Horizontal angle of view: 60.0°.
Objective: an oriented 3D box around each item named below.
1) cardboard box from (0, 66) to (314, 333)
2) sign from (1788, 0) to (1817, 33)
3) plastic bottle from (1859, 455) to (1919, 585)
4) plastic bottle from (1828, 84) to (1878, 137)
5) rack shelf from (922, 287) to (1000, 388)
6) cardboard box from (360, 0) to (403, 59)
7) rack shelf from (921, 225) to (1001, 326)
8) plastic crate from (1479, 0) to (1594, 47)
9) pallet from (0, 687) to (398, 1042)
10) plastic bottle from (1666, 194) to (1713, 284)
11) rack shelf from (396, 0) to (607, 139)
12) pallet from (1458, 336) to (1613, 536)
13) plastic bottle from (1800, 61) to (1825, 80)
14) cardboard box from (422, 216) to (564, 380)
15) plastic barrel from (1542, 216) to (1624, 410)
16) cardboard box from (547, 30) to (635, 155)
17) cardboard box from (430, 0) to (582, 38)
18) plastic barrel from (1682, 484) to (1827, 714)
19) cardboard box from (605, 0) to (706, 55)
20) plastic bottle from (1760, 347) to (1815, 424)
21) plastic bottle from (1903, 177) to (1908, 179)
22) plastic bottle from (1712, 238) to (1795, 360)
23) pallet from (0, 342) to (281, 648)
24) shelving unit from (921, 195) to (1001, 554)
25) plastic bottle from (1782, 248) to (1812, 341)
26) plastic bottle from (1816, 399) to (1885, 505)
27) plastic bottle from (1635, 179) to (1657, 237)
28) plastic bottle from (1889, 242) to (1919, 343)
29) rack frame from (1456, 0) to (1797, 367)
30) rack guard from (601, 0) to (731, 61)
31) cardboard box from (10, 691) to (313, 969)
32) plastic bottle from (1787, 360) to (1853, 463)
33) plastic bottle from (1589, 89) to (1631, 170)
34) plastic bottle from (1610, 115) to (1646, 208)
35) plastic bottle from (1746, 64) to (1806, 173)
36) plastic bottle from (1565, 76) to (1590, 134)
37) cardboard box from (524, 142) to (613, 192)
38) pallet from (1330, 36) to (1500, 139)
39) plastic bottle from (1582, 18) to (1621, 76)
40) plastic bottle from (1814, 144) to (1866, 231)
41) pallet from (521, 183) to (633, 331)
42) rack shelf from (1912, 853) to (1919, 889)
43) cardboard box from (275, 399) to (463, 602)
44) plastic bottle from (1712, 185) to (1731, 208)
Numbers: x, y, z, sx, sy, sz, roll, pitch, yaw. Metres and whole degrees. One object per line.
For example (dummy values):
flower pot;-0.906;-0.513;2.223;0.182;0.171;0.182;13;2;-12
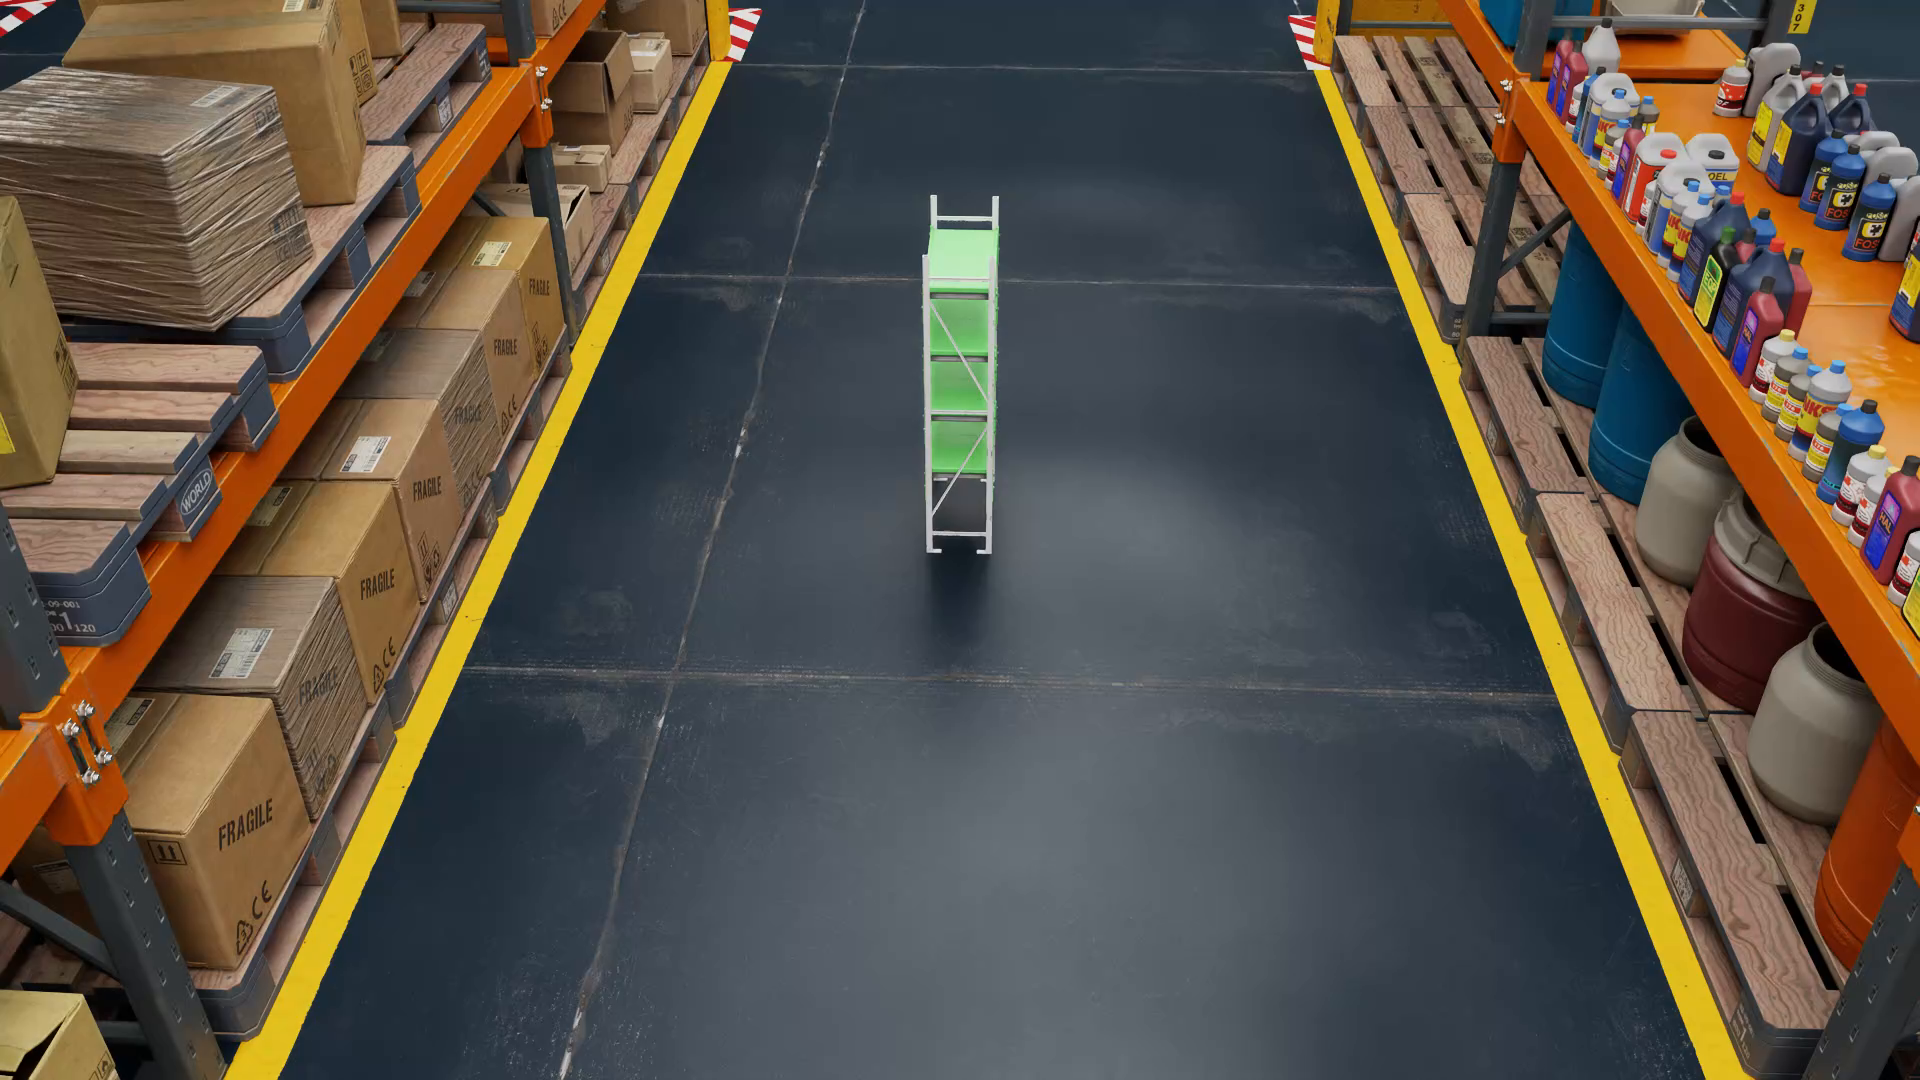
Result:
cardboard box;-2.255;-0.934;4.518;0.700;0.500;0.500;8;36;11
sign;3.264;-2.117;6.413;0.100;0.325;0.005;1;35;2
plastic bottle;2.153;-0.047;3.809;0.061;0.283;0.133;1;35;2
plastic bottle;2.997;-1.355;5.613;0.144;0.351;0.185;1;35;2
rack shelf;0.007;-0.730;5.939;0.258;0.148;0.480;1;35;2
cardboard box;-2.477;-2.080;6.148;0.700;0.500;0.500;-10;36;-14
rack shelf;0.007;-0.926;5.801;0.258;0.148;0.480;1;35;2
plastic crate;2.393;-2.312;6.892;0.392;0.384;0.575;1;35;2
pallet;-2.327;0.877;4.819;1.003;0.211;1.213;1;35;2
plastic bottle;2.233;-0.921;5.063;0.097;0.271;0.097;0;35;0
rack shelf;-2.154;-2.989;8.520;1.077;0.370;4.000;1;35;2
pallet;2.642;-0.434;6.684;1.003;0.211;1.213;1;35;2
plastic bottle;3.058;-1.602;6.022;0.061;0.283;0.133;1;35;2
cardboard box;-1.968;-1.001;6.857;0.500;0.500;0.500;1;35;2
plastic barrel;2.676;-1.019;6.550;0.600;0.901;0.708;1;35;2
cardboard box;-2.164;-2.372;8.805;0.797;0.503;0.637;1;35;2
cardboard box;-1.942;-2.462;7.057;0.500;0.500;0.500;2;35;3
plastic barrel;2.602;0.165;5.138;0.600;0.588;0.708;1;35;2
cardboard box;-1.849;-3.271;10.087;0.500;0.500;0.500;1;35;2
plastic bottle;2.200;-0.414;4.404;0.097;0.201;0.097;0;35;0
plastic bottle;3.004;-1.058;5.320;0.097;0.201;0.097;0;35;0
plastic bottle;2.238;-0.689;4.664;0.144;0.351;0.185;1;35;2
pallet;-2.438;-0.148;4.019;1.213;0.211;1.003;1;35;2
shelving unit;0.007;-0.586;6.040;0.258;1.200;0.503;1;35;2
plastic bottle;2.342;-0.673;4.701;0.061;0.283;0.133;1;35;2
plastic bottle;2.184;-0.219;4.065;0.097;0.271;0.097;0;35;0
plastic bottle;2.246;-1.081;5.352;0.097;0.201;0.097;0;35;0
plastic bottle;2.803;-0.755;4.758;0.144;0.351;0.185;1;35;2
rack frame;2.715;-2.018;6.512;1.000;3.000;0.127;1;35;2
rack guard;-2.077;-3.366;10.604;1.175;0.500;0.348;1;35;2
cardboard box;-2.091;0.752;4.363;0.500;0.500;0.500;3;35;4
plastic bottle;2.192;-0.331;4.224;0.097;0.271;0.097;0;35;0
plastic bottle;2.269;-1.432;5.790;0.097;0.271;0.097;0;35;0
plastic bottle;2.238;-1.259;5.534;0.061;0.283;0.133;1;35;2
plastic bottle;2.861;-1.465;5.769;0.144;0.351;0.185;1;35;2
plastic bottle;2.282;-1.592;6.079;0.097;0.201;0.097;0;35;0
cardboard box;-1.977;-1.888;8.410;0.380;0.166;0.250;1;35;2
pallet;2.804;-2.702;9.911;1.003;0.211;1.213;1;35;2
plastic bottle;2.375;-1.779;6.216;0.144;0.351;0.185;1;35;2
plastic bottle;2.856;-1.146;5.384;0.097;0.271;0.097;0;35;0
pallet;-2.206;-1.388;8.041;1.003;0.211;1.213;1;35;2
rack shelf;2.474;1.724;1.814;1.077;0.370;4.000;1;35;2
cardboard box;-2.035;-0.137;5.628;0.500;0.500;0.500;0;35;0
plastic bottle;2.394;-1.022;5.268;0.097;0.201;0.097;0;35;0
